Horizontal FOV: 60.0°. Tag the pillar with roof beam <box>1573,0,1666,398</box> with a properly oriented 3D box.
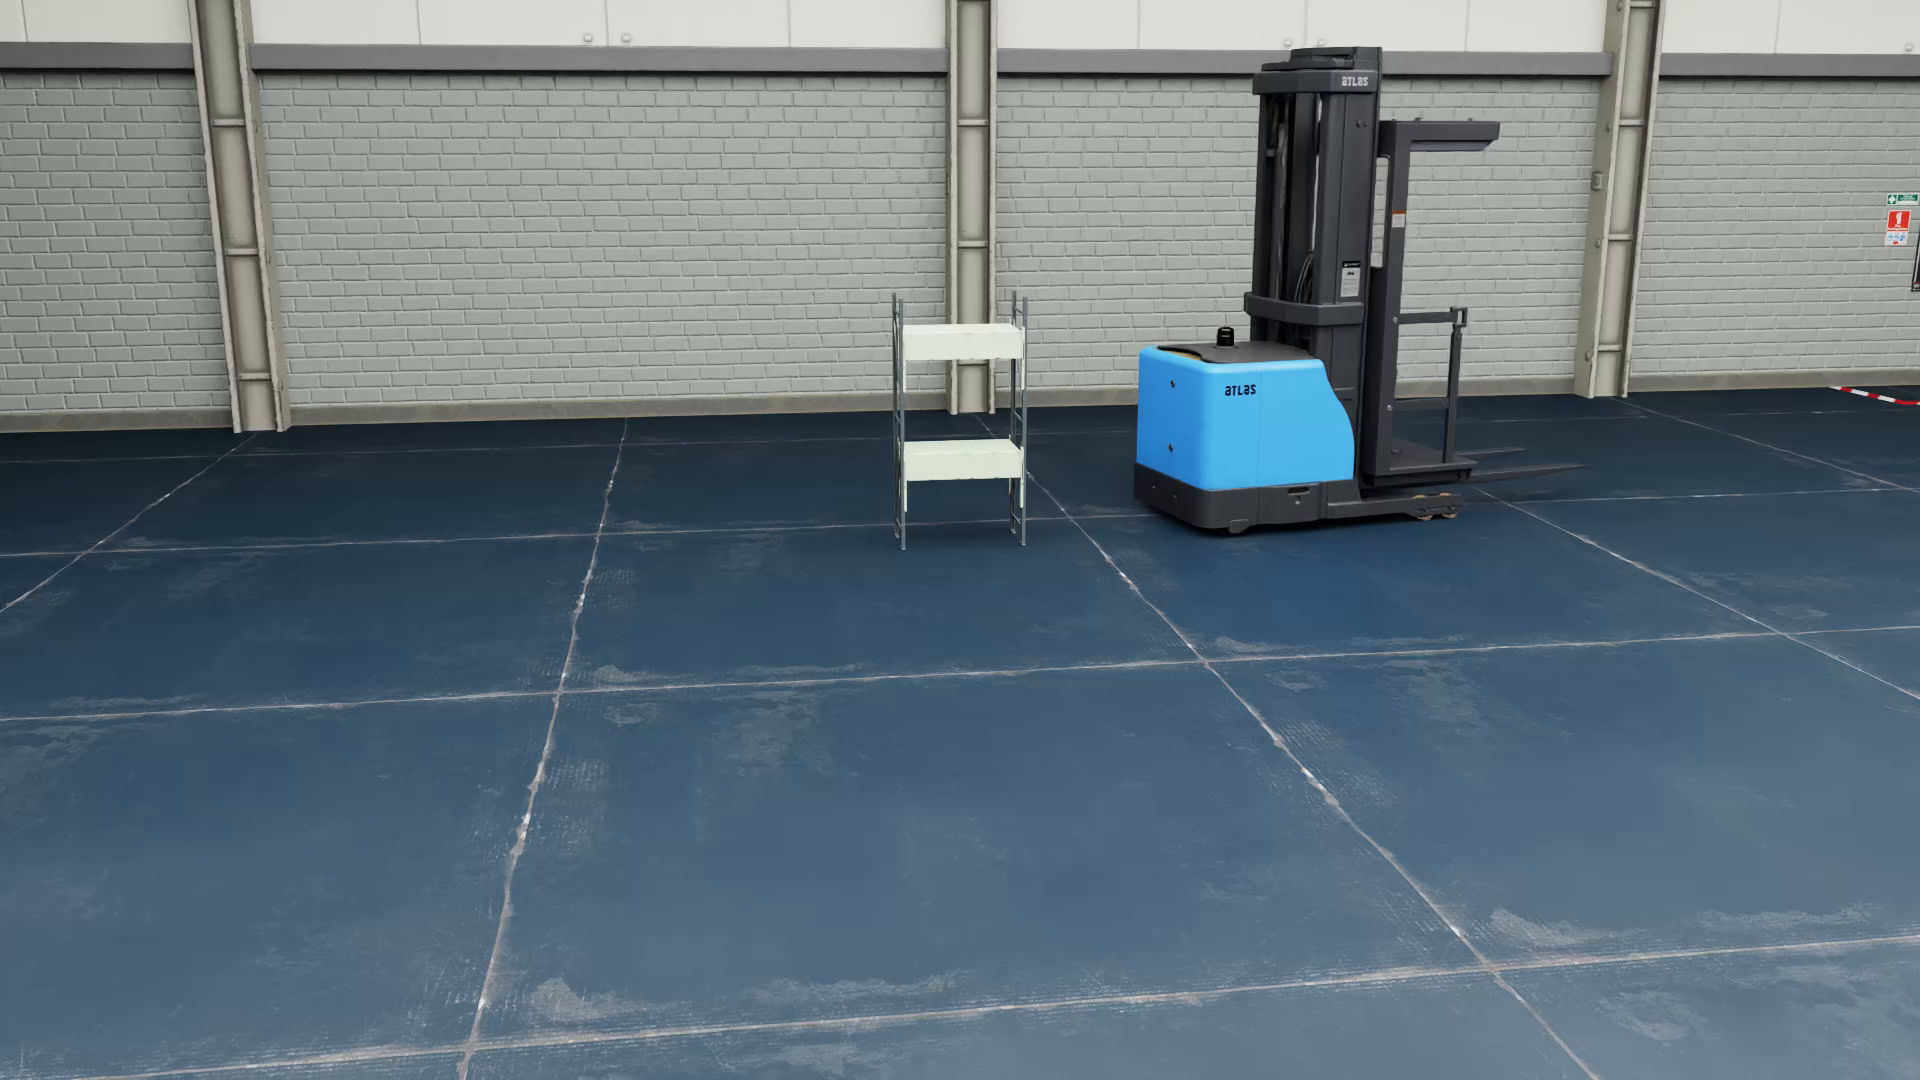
[{"bbox_3d":[6.668,-4.696,10.447,0.400,9.000,9.100,-2,14,-8],"label":"pillar with roof beam"}]

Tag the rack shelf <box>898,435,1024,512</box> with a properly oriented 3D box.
[{"bbox_3d":[-0.007,-0.411,10.118,0.720,0.370,0.431,-2,14,-8],"label":"rack shelf"}]

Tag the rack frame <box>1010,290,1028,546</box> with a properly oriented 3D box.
[{"bbox_3d":[0.355,-0.740,10.091,0.023,1.500,0.400,-2,14,-8],"label":"rack frame"}]

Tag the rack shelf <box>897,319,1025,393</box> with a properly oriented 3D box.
[{"bbox_3d":[-0.007,-1.106,9.943,0.720,0.370,0.431,-2,14,-8],"label":"rack shelf"}]

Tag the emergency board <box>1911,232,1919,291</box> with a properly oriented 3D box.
[{"bbox_3d":[9.499,-2.963,15.868,0.626,1.169,0.157,-2,14,-8],"label":"emergency board"}]

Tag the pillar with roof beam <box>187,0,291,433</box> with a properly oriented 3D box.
[{"bbox_3d":[-5.198,-4.261,8.713,0.400,9.000,9.100,-2,14,-8],"label":"pillar with roof beam"}]

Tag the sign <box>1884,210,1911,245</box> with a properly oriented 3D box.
[{"bbox_3d":[8.948,-2.981,15.867,0.234,0.329,0.001,-2,14,-8],"label":"sign"}]

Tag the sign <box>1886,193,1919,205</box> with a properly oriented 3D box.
[{"bbox_3d":[8.954,-3.236,15.795,0.331,0.109,0.001,-2,14,-8],"label":"sign"}]

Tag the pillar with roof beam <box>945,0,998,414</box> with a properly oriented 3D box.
[{"bbox_3d":[0.735,-4.478,9.580,0.400,9.000,9.100,-2,14,-8],"label":"pillar with roof beam"}]

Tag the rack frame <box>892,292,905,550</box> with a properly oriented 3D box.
[{"bbox_3d":[-0.369,-0.714,9.986,0.023,1.500,0.400,-2,14,-8],"label":"rack frame"}]

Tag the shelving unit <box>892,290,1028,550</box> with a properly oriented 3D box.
[{"bbox_3d":[-0.007,-0.727,10.038,0.755,1.500,0.431,-2,14,-8],"label":"shelving unit"}]

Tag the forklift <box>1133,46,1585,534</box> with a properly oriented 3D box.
[{"bbox_3d":[2.725,-1.661,10.819,3.031,2.935,1.130,-5,15,-20],"label":"forklift"}]
